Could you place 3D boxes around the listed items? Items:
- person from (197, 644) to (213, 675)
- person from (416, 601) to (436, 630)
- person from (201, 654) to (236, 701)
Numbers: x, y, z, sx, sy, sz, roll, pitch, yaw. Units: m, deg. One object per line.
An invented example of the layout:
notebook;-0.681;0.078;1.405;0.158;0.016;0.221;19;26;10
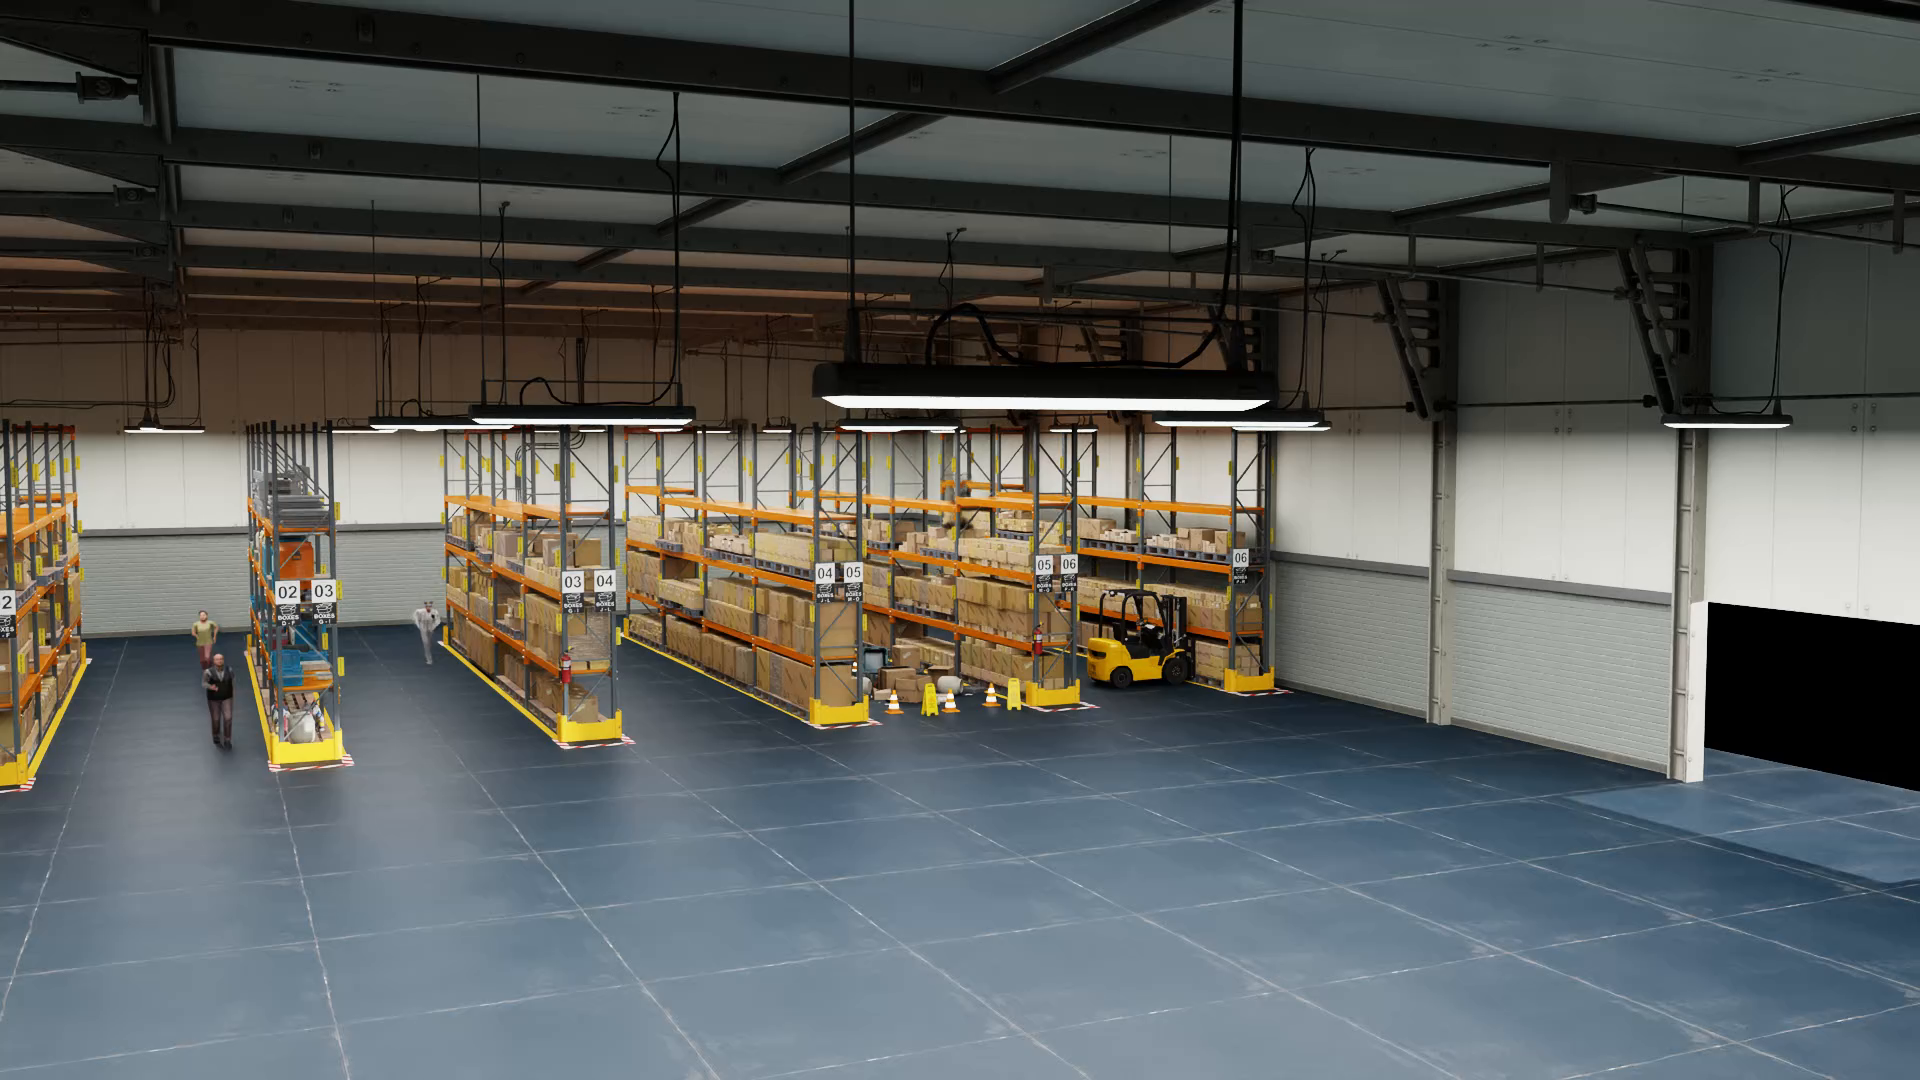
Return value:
person;-17.570;2.726;38.745;0.351;0.906;0.689;-1;4;-11
person;-13.446;1.900;41.855;0.482;0.758;0.564;-1;4;-20
person;-13.550;2.513;30.405;0.598;0.856;0.690;-2;4;-25
